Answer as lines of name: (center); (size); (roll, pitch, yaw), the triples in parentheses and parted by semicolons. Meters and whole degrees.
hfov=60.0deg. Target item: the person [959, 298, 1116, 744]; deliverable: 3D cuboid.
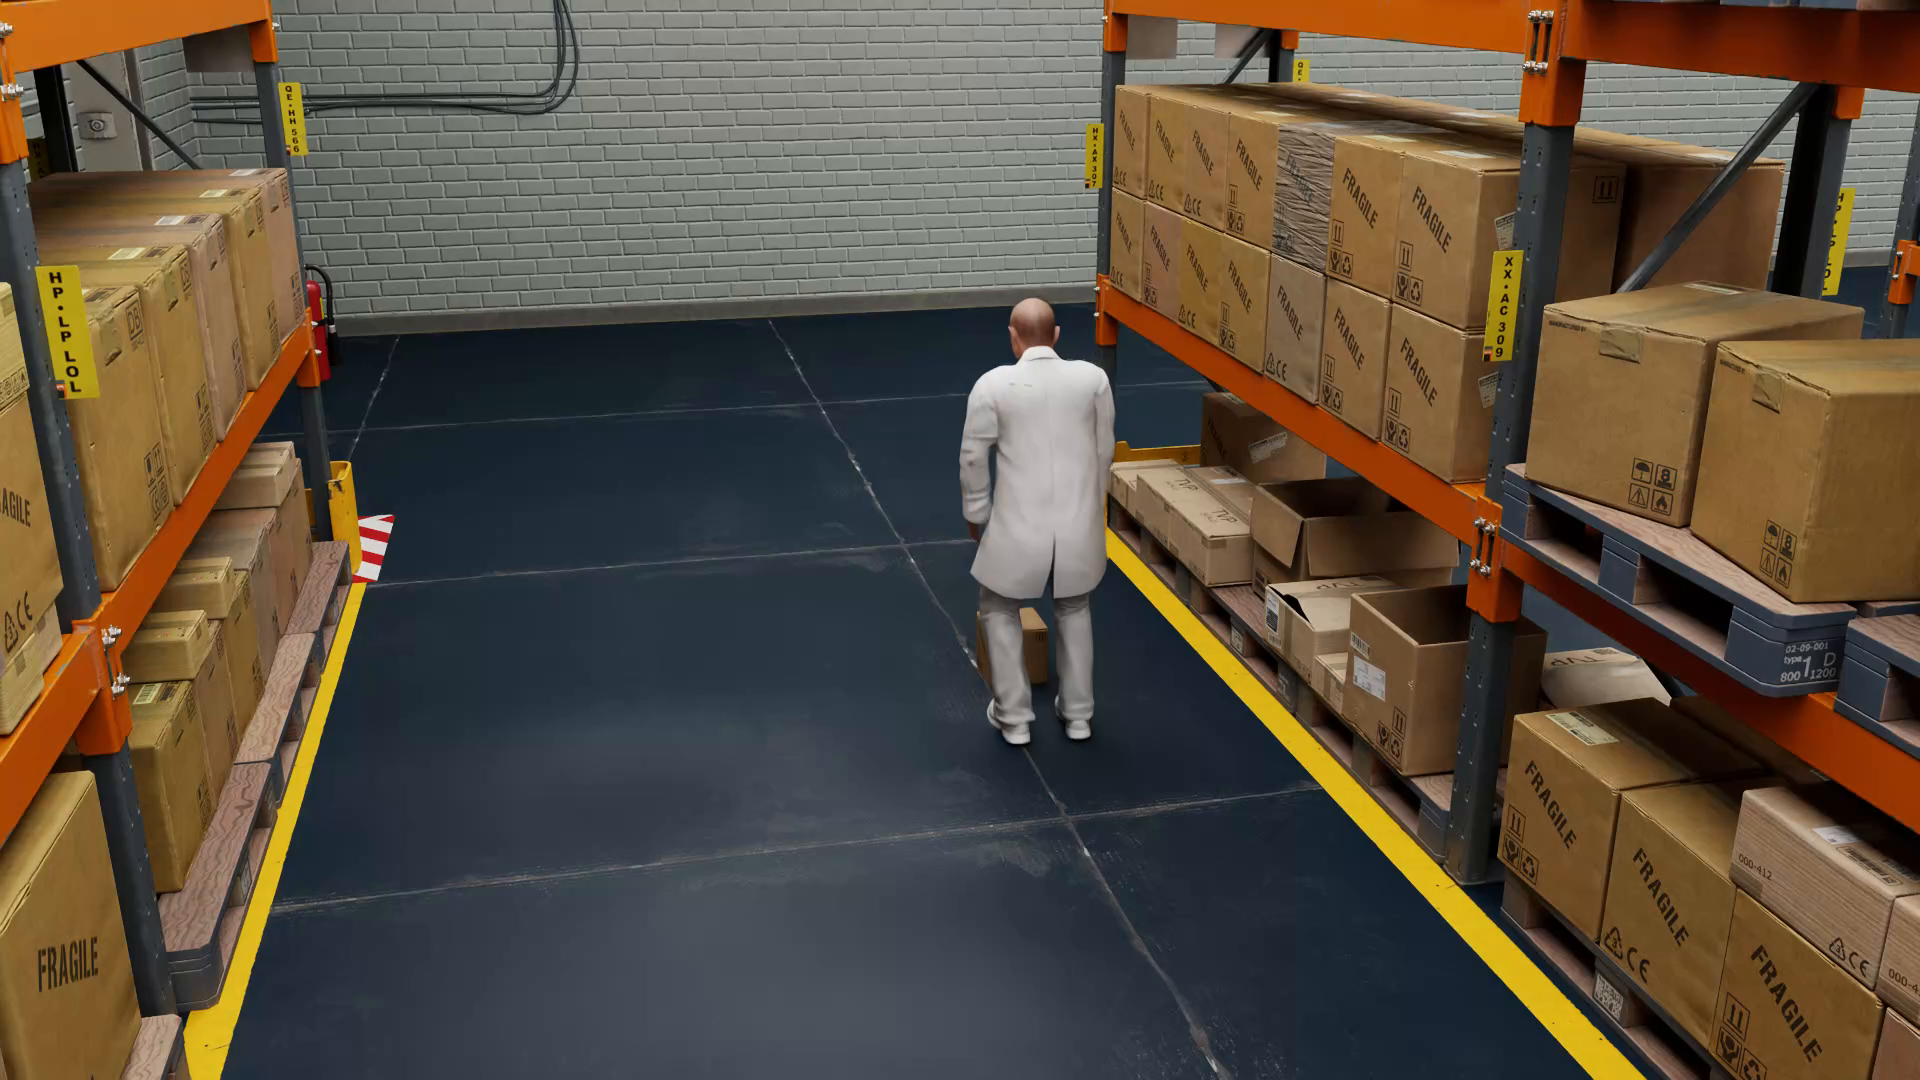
person: (0.291, -0.061, 6.376); (0.595, 1.715, 0.448); (-3, 20, -8)
